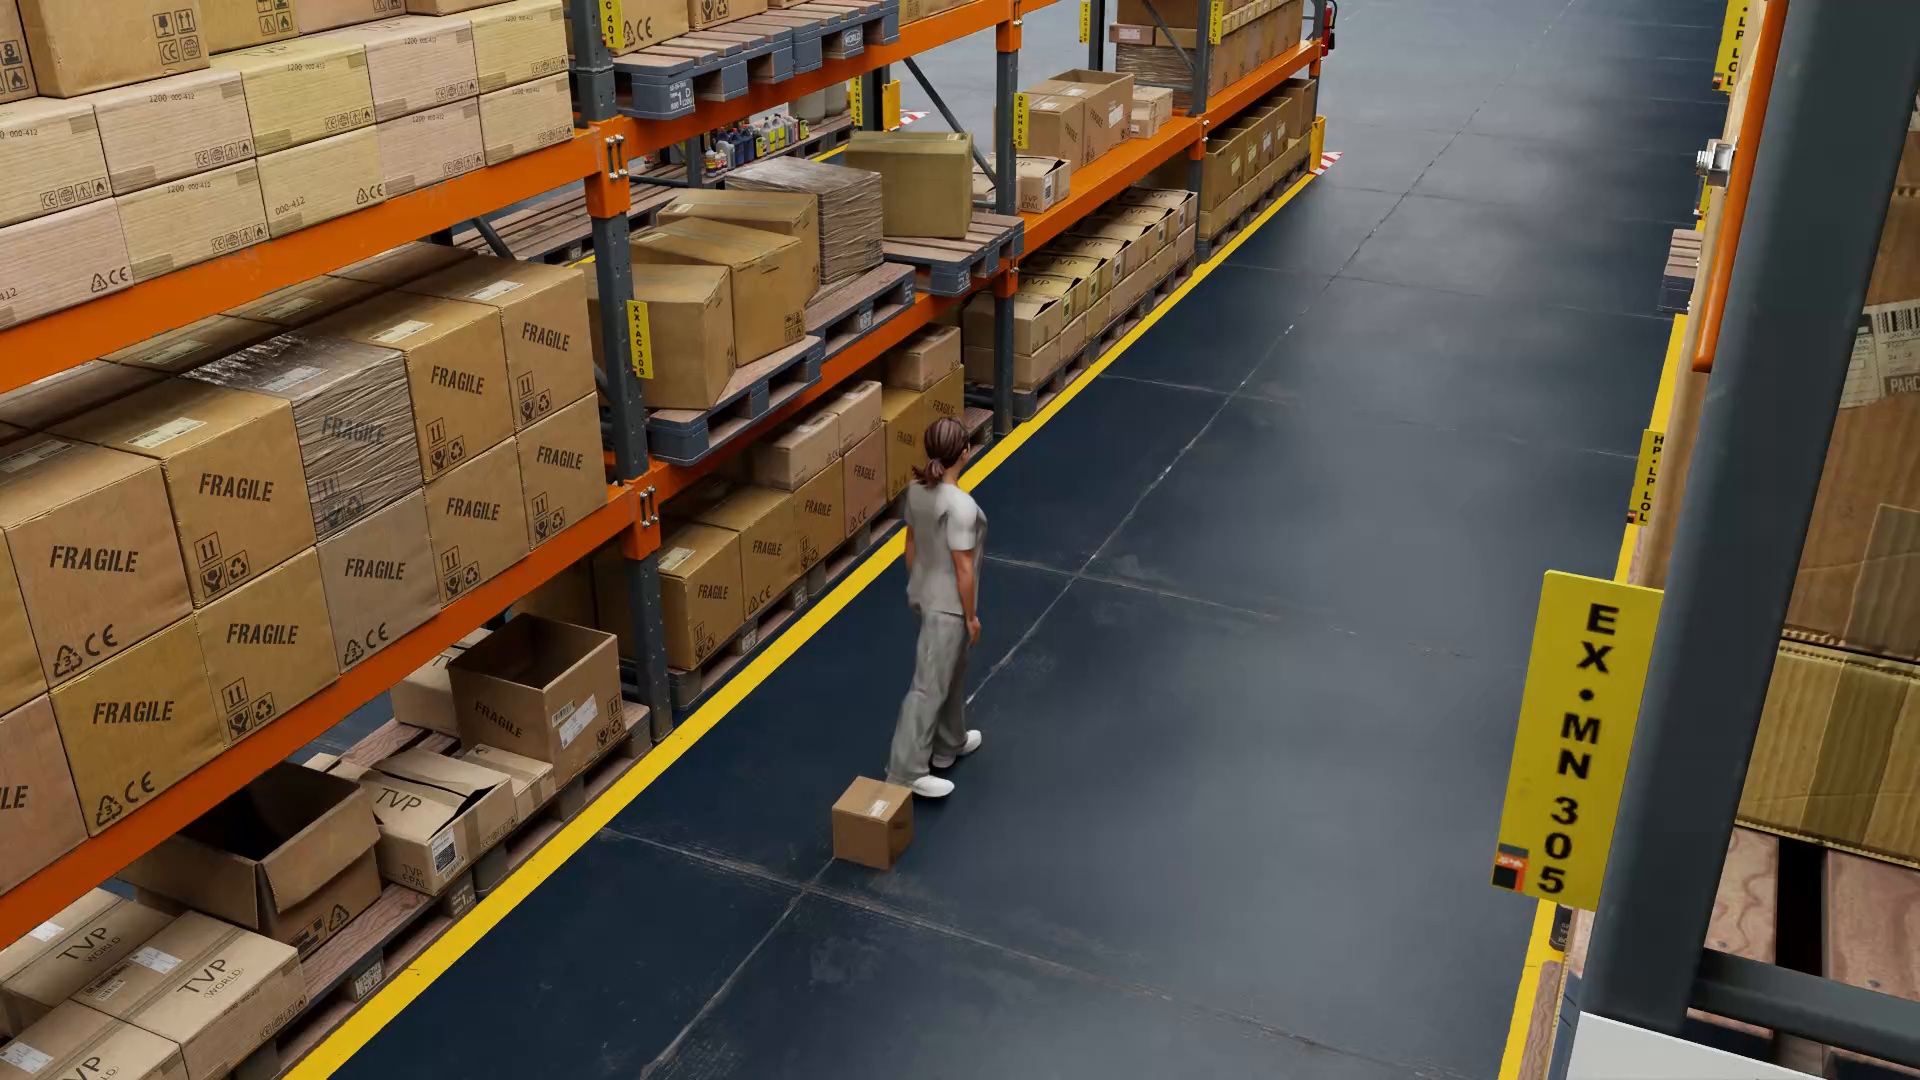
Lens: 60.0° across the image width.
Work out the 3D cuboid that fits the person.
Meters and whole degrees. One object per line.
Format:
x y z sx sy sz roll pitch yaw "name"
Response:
-0.097 0.283 7.048 0.568 1.664 0.484 -14 29 -25 "person"
